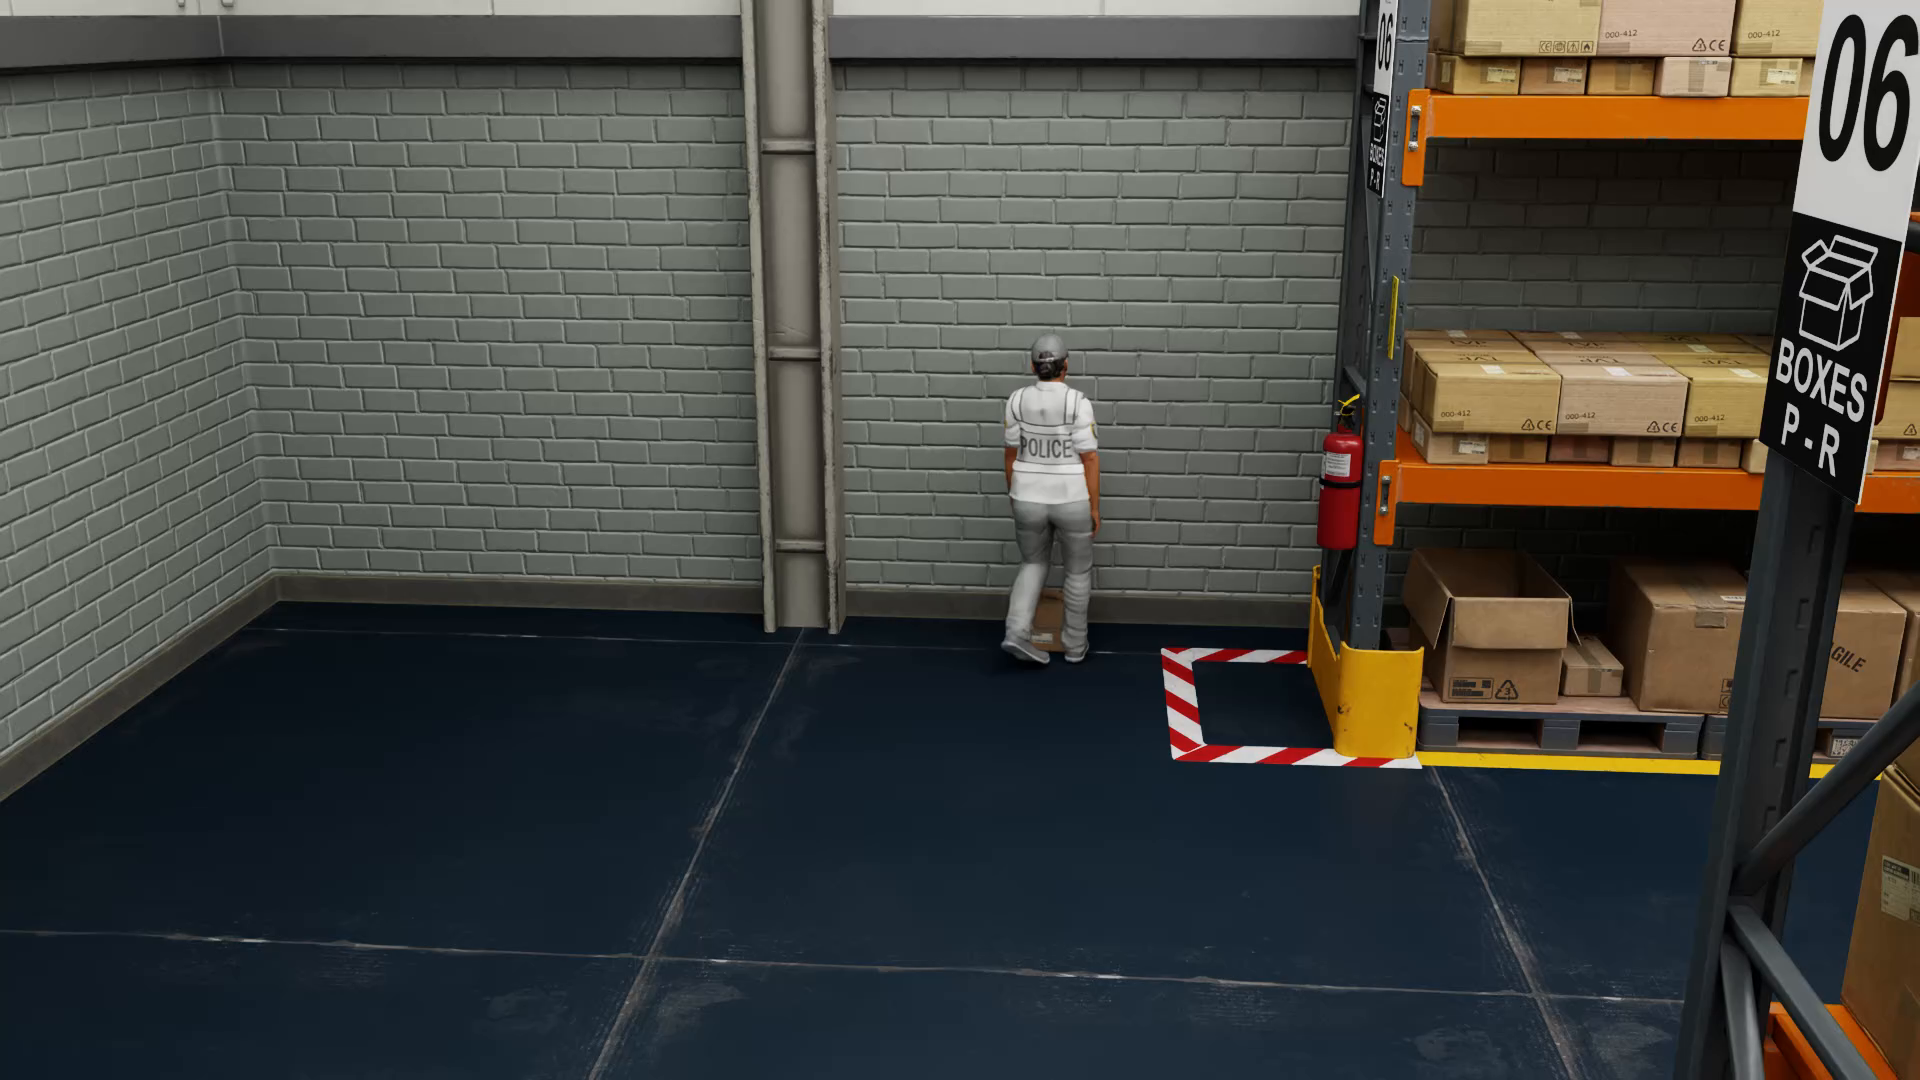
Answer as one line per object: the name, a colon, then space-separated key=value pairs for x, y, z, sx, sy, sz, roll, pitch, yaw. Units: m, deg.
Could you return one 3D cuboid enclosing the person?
person: x=0.466 y=-0.195 z=8.131 sx=0.491 sy=1.651 sz=0.504 roll=6 pitch=19 yaw=20
